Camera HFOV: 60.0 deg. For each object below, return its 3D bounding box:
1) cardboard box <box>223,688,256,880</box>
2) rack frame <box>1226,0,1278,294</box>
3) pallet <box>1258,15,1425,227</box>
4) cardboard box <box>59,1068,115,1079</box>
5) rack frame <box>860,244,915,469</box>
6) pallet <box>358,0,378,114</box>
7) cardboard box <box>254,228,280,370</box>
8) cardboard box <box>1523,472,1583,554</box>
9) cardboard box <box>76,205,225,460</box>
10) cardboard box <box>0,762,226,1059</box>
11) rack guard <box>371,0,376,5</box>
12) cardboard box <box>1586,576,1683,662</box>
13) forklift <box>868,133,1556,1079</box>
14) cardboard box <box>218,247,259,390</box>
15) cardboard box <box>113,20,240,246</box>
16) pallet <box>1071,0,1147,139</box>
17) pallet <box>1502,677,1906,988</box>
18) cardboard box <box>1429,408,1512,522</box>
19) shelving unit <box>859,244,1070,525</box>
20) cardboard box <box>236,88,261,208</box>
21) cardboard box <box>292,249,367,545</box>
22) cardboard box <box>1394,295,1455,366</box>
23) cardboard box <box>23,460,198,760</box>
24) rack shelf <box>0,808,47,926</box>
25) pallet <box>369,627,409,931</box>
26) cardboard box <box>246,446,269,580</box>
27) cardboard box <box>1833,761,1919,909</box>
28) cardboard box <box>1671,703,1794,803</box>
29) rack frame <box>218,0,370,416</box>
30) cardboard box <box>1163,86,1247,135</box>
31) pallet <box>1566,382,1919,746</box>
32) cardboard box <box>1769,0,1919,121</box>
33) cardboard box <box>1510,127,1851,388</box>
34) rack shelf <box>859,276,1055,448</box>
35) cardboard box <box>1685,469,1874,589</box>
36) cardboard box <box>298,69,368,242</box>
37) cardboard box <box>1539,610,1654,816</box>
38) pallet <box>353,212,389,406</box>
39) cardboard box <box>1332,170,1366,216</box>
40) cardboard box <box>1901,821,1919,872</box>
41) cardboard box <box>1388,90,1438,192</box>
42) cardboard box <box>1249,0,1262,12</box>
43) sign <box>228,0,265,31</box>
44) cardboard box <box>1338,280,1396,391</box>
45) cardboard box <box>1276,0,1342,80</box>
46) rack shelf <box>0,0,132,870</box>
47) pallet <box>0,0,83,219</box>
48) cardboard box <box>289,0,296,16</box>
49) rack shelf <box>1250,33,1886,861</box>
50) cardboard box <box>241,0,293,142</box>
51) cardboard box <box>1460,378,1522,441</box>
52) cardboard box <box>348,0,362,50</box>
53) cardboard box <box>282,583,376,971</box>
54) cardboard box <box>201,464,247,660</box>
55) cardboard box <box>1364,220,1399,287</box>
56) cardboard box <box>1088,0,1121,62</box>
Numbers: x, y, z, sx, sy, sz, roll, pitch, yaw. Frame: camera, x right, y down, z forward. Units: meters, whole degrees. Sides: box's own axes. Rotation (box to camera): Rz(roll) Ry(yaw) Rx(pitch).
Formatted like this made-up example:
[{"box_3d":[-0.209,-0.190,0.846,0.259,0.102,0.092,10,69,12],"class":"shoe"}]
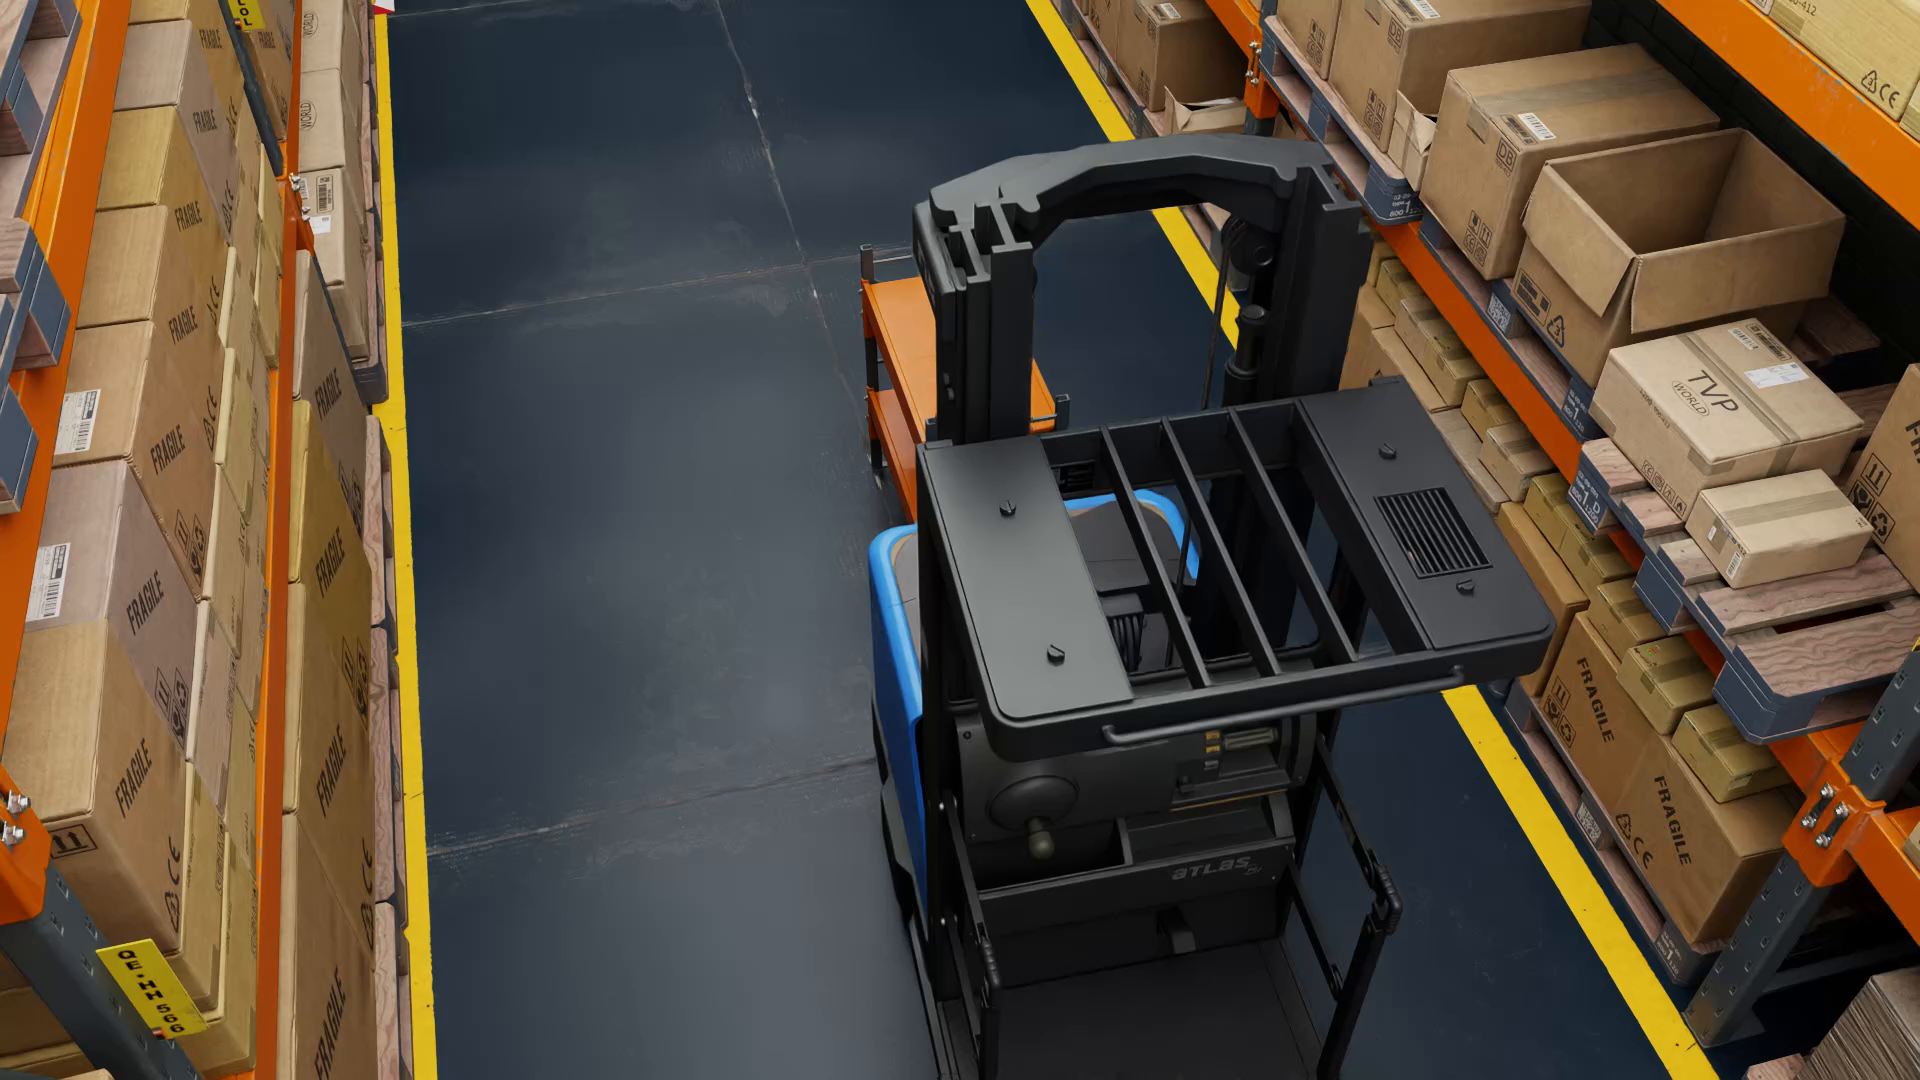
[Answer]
[{"box_3d":[-2.045,0.637,4.131,0.500,0.250,0.500,-12,47,-11],"class":"cardboard box"},{"box_3d":[1.759,-2.353,6.955,1.000,3.000,0.127,-11,47,-10],"class":"rack frame"},{"box_3d":[1.858,-1.714,6.464,1.003,0.211,1.213,-11,47,-10],"class":"pallet"},{"box_3d":[-1.629,1.296,2.807,0.500,0.500,0.500,-12,47,-11],"class":"cardboard box"},{"box_3d":[-0.132,-0.749,6.697,0.500,1.125,0.032,-11,47,-10],"class":"rack frame"},{"box_3d":[-3.782,-2.690,9.239,1.003,0.211,1.213,-11,47,-10],"class":"pallet"},{"box_3d":[-2.551,-0.775,5.514,0.500,0.250,0.500,-11,47,-11],"class":"cardboard box"},{"box_3d":[2.199,-0.120,5.769,0.380,0.149,0.250,-11,47,-11],"class":"cardboard box"},{"box_3d":[-2.284,-0.501,4.370,0.500,0.500,0.500,-10,46,-10],"class":"cardboard box"},{"box_3d":[-1.905,0.802,3.619,0.500,0.250,0.500,-11,47,-11],"class":"cardboard box"},{"box_3d":[-4.068,-3.346,9.679,1.175,0.500,0.348,-11,47,-10],"class":"rack guard"},{"box_3d":[2.287,0.243,5.414,0.380,0.149,0.250,-12,47,-12],"class":"cardboard box"},{"box_3d":[0.500,0.652,4.059,1.130,2.935,3.031,-9,46,-8],"class":"forklift"},{"box_3d":[-2.417,-0.605,4.997,0.500,0.250,0.500,-10,46,-9],"class":"cardboard box"},{"box_3d":[-2.542,-1.209,5.065,0.500,0.500,0.500,-10,46,-10],"class":"cardboard box"},{"box_3d":[1.268,-2.695,9.243,1.003,0.211,1.213,-11,47,-10],"class":"pallet"},{"box_3d":[2.628,0.863,5.757,1.003,0.211,1.213,-11,47,-10],"class":"pallet"},{"box_3d":[2.061,-0.179,6.281,0.500,0.500,0.500,-12,47,-12],"class":"cardboard box"},{"box_3d":[-0.002,-0.398,6.353,0.538,1.125,1.048,-11,47,-10],"class":"shelving unit"},{"box_3d":[-2.690,-1.305,5.684,0.500,0.250,0.500,-11,47,-10],"class":"cardboard box"},{"box_3d":[-2.802,-0.432,6.267,0.875,0.875,0.875,-9,46,-9],"class":"cardboard box"},{"box_3d":[1.927,-0.837,6.472,0.380,0.149,0.250,-11,47,-10],"class":"cardboard box"},{"box_3d":[-2.041,0.208,3.676,0.500,0.500,0.500,-11,47,-10],"class":"cardboard box"},{"box_3d":[-1.502,1.902,1.189,1.077,0.370,4.000,-11,47,-10],"class":"rack shelf"},{"box_3d":[-2.452,0.896,5.724,1.003,0.211,1.213,-11,47,-10],"class":"pallet"},{"box_3d":[-2.303,-0.067,4.820,0.500,0.250,0.500,-11,47,-10],"class":"cardboard box"},{"box_3d":[2.946,0.795,5.327,0.500,0.500,0.500,-9,46,-9],"class":"cardboard box"},{"box_3d":[2.412,0.615,5.049,0.380,0.149,0.250,-13,47,-12],"class":"cardboard box"},{"box_3d":[-3.038,-1.442,6.063,1.000,3.000,0.127,-11,47,-10],"class":"rack frame"},{"box_3d":[1.241,-2.120,8.348,0.396,0.266,0.258,-9,46,-9],"class":"cardboard box"},{"box_3d":[2.542,0.021,4.764,1.213,0.211,1.003,-11,47,-10],"class":"pallet"},{"box_3d":[2.287,-1.245,3.875,0.500,0.250,0.500,-11,47,-10],"class":"cardboard box"},{"box_3d":[2.186,-0.867,5.133,0.797,0.503,0.637,-12,47,-11],"class":"cardboard box"},{"box_3d":[-0.002,-0.603,6.144,0.538,0.278,1.000,-11,47,-10],"class":"rack shelf"},{"box_3d":[2.244,-0.033,4.564,0.380,0.149,0.250,-10,46,-10],"class":"cardboard box"},{"box_3d":[-3.325,-1.764,7.878,0.875,0.438,0.875,-12,47,-11],"class":"cardboard box"},{"box_3d":[2.349,0.537,5.580,0.500,0.500,0.500,-11,47,-11],"class":"cardboard box"},{"box_3d":[-3.157,-1.006,7.588,1.003,0.211,1.213,-11,47,-10],"class":"pallet"},{"box_3d":[1.706,-1.489,6.903,0.380,0.149,0.250,-13,47,-12],"class":"cardboard box"},{"box_3d":[2.660,0.813,3.958,0.500,0.250,0.500,-11,47,-10],"class":"cardboard box"},{"box_3d":[1.744,-1.423,5.845,0.396,0.266,0.258,-9,46,-8],"class":"cardboard box"},{"box_3d":[1.433,-2.439,7.216,0.380,0.149,0.250,-10,46,-10],"class":"cardboard box"},{"box_3d":[-2.516,-1.926,5.782,0.100,0.325,0.005,-11,47,-10],"class":"sign"},{"box_3d":[1.811,-0.884,6.972,0.500,0.500,0.500,-11,47,-11],"class":"cardboard box"},{"box_3d":[1.667,-2.160,6.402,0.700,0.500,0.500,-10,46,-9],"class":"cardboard box"},{"box_3d":[-2.526,-0.860,3.896,1.077,0.370,4.000,-11,47,-10],"class":"rack shelf"},{"box_3d":[-2.520,-0.871,3.535,1.003,0.211,1.213,-9,46,-8],"class":"pallet"},{"box_3d":[-3.151,-2.542,7.071,0.500,0.500,0.500,-10,47,-10],"class":"cardboard box"},{"box_3d":[2.271,-0.720,5.859,1.077,0.370,4.000,-11,47,-10],"class":"rack shelf"},{"box_3d":[-2.905,-1.849,6.392,0.500,0.500,0.500,-9,46,-9],"class":"cardboard box"},{"box_3d":[2.086,-0.484,6.126,0.380,0.149,0.250,-11,47,-10],"class":"cardboard box"},{"box_3d":[-3.797,-3.017,9.106,0.875,0.438,0.875,-12,47,-12],"class":"cardboard box"},{"box_3d":[-2.335,0.807,5.052,0.875,0.875,0.875,-10,46,-10],"class":"cardboard box"},{"box_3d":[-2.152,0.098,4.308,0.500,0.250,0.500,-11,47,-10],"class":"cardboard box"},{"box_3d":[1.816,-1.203,6.831,0.380,0.149,0.250,-13,47,-12],"class":"cardboard box"},{"box_3d":[1.020,-2.966,9.013,0.500,0.500,0.500,-10,46,-10],"class":"cardboard box"}]
